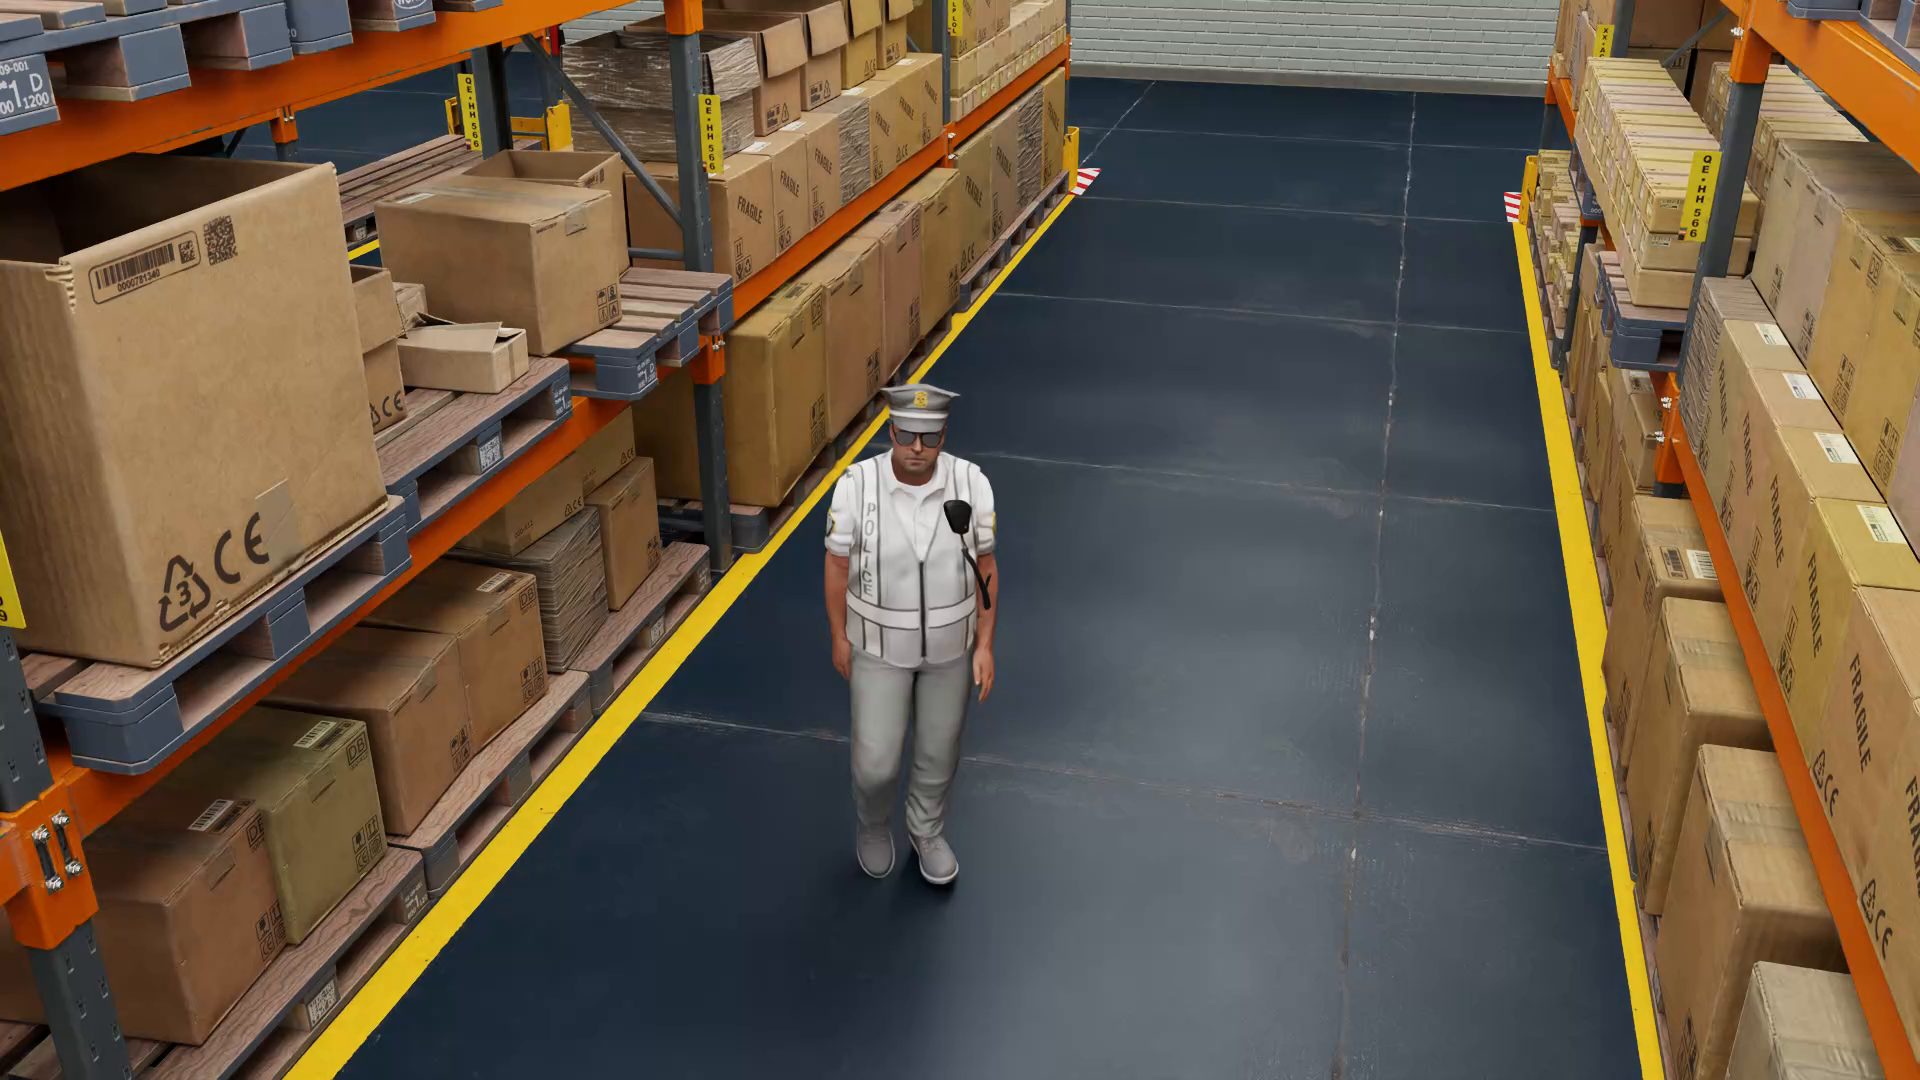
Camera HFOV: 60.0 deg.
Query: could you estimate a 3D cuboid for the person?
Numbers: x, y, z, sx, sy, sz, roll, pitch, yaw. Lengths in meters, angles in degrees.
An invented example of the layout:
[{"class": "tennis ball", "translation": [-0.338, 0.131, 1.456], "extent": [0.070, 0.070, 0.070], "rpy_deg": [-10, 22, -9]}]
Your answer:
[{"class": "person", "translation": [-0.145, 0.340, 5.334], "extent": [0.543, 1.798, 0.452], "rpy_deg": [-5, 26, -11]}]
